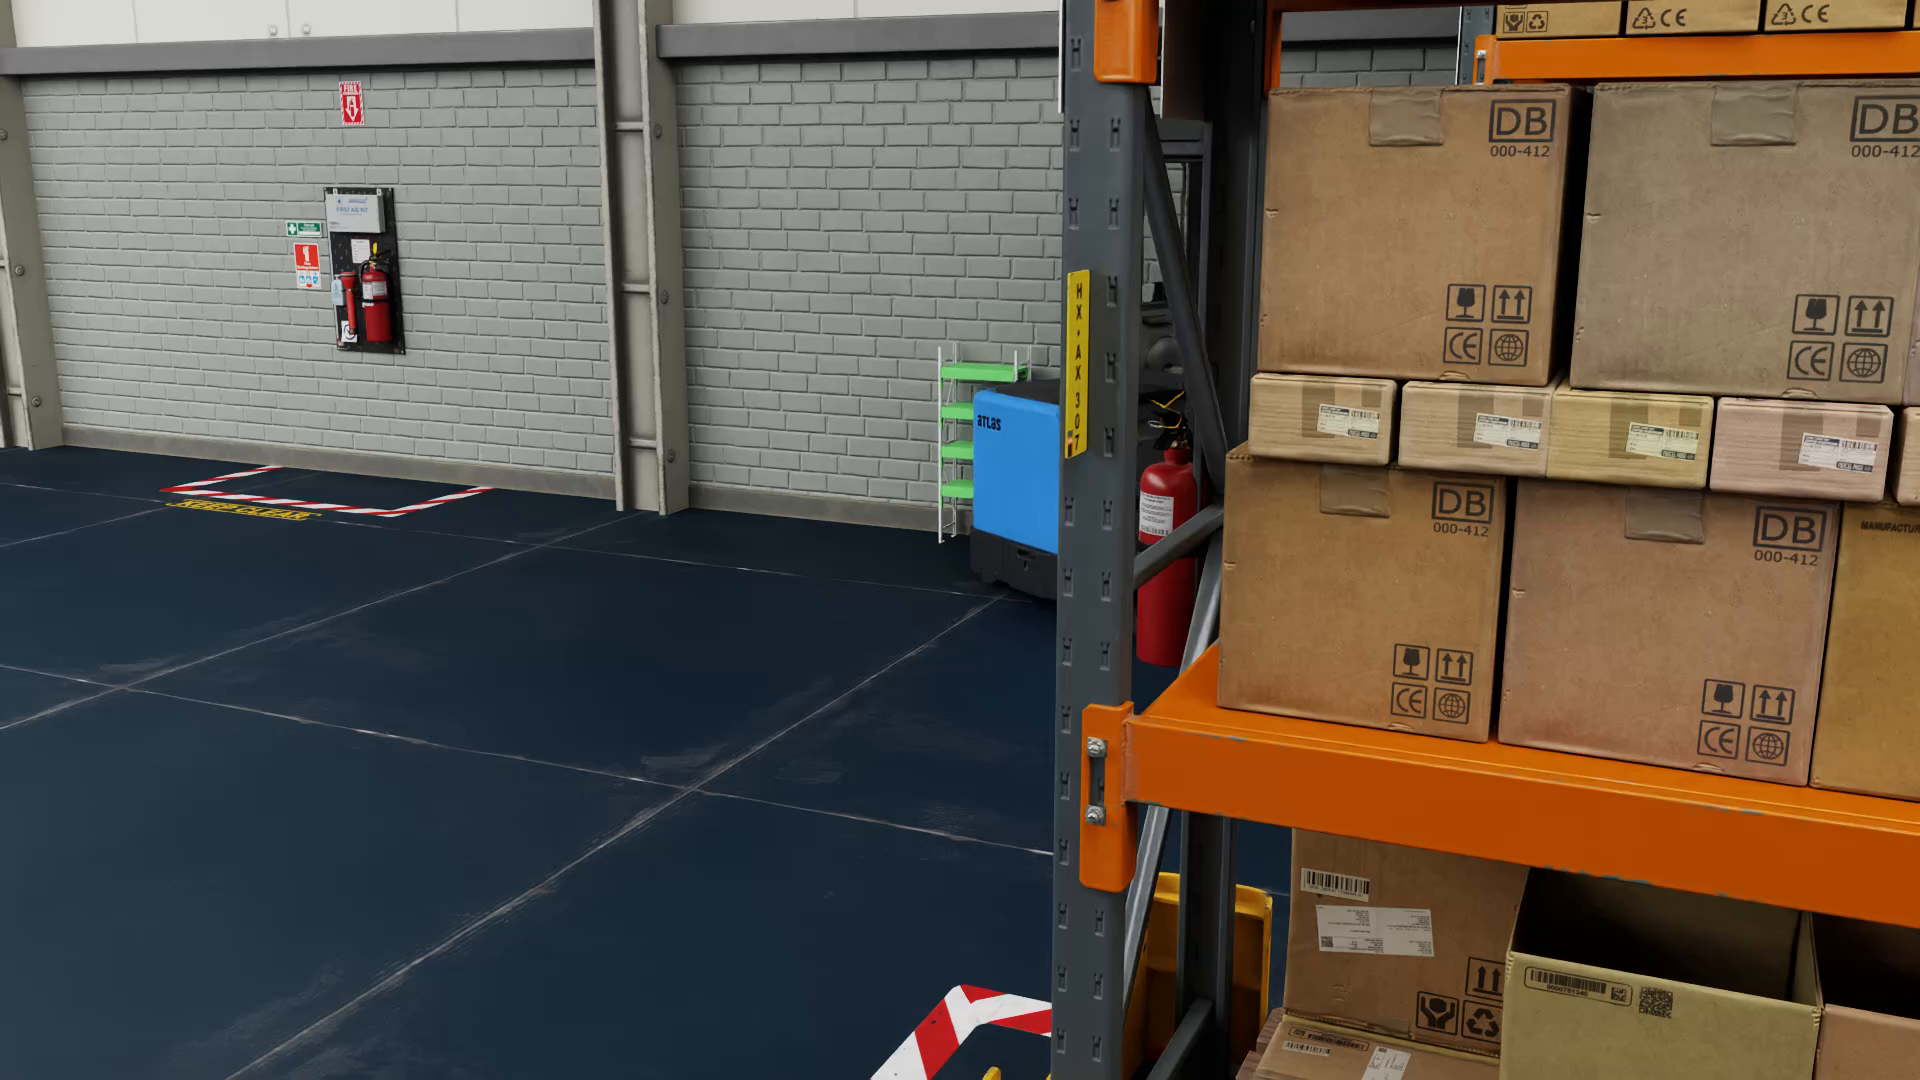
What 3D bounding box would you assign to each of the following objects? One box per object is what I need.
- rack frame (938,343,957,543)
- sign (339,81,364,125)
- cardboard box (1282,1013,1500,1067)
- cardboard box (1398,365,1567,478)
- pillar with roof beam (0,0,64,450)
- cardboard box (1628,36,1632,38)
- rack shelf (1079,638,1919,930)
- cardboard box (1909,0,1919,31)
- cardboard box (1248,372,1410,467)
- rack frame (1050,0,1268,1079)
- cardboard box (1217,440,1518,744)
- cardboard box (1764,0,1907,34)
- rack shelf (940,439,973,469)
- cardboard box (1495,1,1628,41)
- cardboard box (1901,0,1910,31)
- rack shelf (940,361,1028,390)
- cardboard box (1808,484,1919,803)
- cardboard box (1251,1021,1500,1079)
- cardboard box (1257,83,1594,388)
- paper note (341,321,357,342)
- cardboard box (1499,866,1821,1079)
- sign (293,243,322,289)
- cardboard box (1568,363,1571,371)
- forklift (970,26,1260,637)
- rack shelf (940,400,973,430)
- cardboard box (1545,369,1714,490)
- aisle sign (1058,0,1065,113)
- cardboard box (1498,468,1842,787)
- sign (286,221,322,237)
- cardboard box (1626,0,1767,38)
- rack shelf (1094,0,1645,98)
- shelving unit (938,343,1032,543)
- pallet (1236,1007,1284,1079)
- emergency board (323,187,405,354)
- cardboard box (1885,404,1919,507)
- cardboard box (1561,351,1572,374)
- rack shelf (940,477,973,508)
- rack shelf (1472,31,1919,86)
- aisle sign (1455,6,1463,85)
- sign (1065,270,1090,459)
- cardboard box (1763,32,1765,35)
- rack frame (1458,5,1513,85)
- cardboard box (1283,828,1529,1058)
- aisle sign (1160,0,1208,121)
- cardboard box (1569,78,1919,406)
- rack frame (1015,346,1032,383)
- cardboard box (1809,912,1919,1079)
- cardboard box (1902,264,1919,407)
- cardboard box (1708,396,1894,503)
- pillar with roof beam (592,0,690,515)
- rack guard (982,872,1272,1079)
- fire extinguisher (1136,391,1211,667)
[{"bbox_3d":[-0.075,-0.589,10.139,0.015,1.200,0.240,6,14,23],"label":"rack frame"},{"bbox_3d":[-4.265,-3.060,11.656,0.199,0.298,0.001,6,14,23],"label":"sign"},{"bbox_3d":[1.049,1.155,3.867,0.500,0.250,0.500,6,14,23],"label":"cardboard box"},{"bbox_3d":[0.953,-0.227,3.016,0.250,0.149,0.380,5,14,22],"label":"cardboard box"},{"bbox_3d":[-9.283,-4.250,8.669,0.400,9.000,9.100,6,14,23],"label":"pillar with roof beam"},{"bbox_3d":[2.926,-2.535,7.665,0.500,0.500,0.500,7,15,27],"label":"cardboard box"},{"bbox_3d":[2.267,0.568,2.843,4.000,0.370,1.077,6,14,23],"label":"rack shelf"},{"bbox_3d":[4.097,-2.288,6.613,0.500,0.500,0.500,7,15,27],"label":"cardboard box"},{"bbox_3d":[0.710,-0.251,3.118,0.250,0.149,0.380,6,14,23],"label":"cardboard box"},{"bbox_3d":[0.439,0.033,3.550,0.127,3.000,1.000,6,14,23],"label":"rack frame"},{"bbox_3d":[0.860,0.030,3.343,0.500,0.500,0.700,6,14,23],"label":"cardboard box"},{"bbox_3d":[3.599,-2.334,6.805,0.500,0.500,0.500,7,15,26],"label":"cardboard box"},{"bbox_3d":[0.149,-0.505,10.060,0.480,0.148,0.258,6,14,23],"label":"rack shelf"},{"bbox_3d":[2.646,-2.438,7.250,0.500,0.500,0.500,6,15,25],"label":"cardboard box"},{"bbox_3d":[3.852,-2.445,7.279,0.500,0.500,0.500,5,14,21],"label":"cardboard box"},{"bbox_3d":[0.149,-0.972,9.950,0.480,0.148,0.258,6,14,23],"label":"rack shelf"},{"bbox_3d":[1.794,0.125,2.939,0.500,0.500,0.700,6,14,24],"label":"cardboard box"},{"bbox_3d":[0.839,1.263,3.406,0.500,0.250,0.500,6,14,23],"label":"cardboard box"},{"bbox_3d":[0.909,-0.597,3.174,0.500,0.500,0.700,6,14,23],"label":"cardboard box"},{"bbox_3d":[-4.432,-1.512,12.061,0.142,0.148,0.016,6,14,23],"label":"paper note"},{"bbox_3d":[1.297,0.944,3.125,0.500,0.500,0.500,6,14,23],"label":"cardboard box"},{"bbox_3d":[-4.762,-2.000,12.135,0.234,0.329,0.001,6,14,23],"label":"sign"},{"bbox_3d":[1.339,-0.289,3.280,0.250,0.149,0.380,6,14,22],"label":"cardboard box"},{"bbox_3d":[1.312,-0.989,8.053,1.130,2.935,3.031,-9,16,-34],"label":"forklift"},{"bbox_3d":[0.149,-0.738,10.005,0.480,0.148,0.258,6,14,23],"label":"rack shelf"},{"bbox_3d":[1.180,-0.203,2.916,0.250,0.149,0.380,6,14,23],"label":"cardboard box"},{"bbox_3d":[0.254,-1.175,3.006,0.004,0.787,0.394,6,14,23],"label":"aisle sign"},{"bbox_3d":[1.342,0.077,3.140,0.500,0.500,0.700,6,15,25],"label":"cardboard box"},{"bbox_3d":[-4.761,-2.256,12.064,0.331,0.109,0.001,6,14,23],"label":"sign"},{"bbox_3d":[3.123,-2.381,7.006,0.500,0.500,0.500,7,15,27],"label":"cardboard box"},{"bbox_3d":[2.267,-0.892,2.500,4.000,0.370,1.077,6,14,23],"label":"rack shelf"},{"bbox_3d":[0.149,-0.567,10.045,0.503,1.200,0.258,6,14,23],"label":"shelving unit"},{"bbox_3d":[1.155,1.452,3.604,1.213,0.211,1.003,6,14,23],"label":"pallet"},{"bbox_3d":[-4.298,-1.910,11.829,0.643,1.169,0.194,6,14,23],"label":"emergency board"},{"bbox_3d":[1.655,-0.155,2.712,0.250,0.149,0.380,5,14,21],"label":"cardboard box"},{"bbox_3d":[1.105,-0.312,3.381,0.250,0.149,0.380,6,15,25],"label":"cardboard box"},{"bbox_3d":[0.149,-0.271,10.114,0.480,0.148,0.258,6,14,23],"label":"rack shelf"},{"bbox_3d":[4.270,-1.927,6.911,4.000,0.370,1.077,6,14,23],"label":"rack shelf"},{"bbox_3d":[2.254,-2.212,7.425,0.004,0.787,0.394,6,14,23],"label":"aisle sign"},{"bbox_3d":[0.208,-0.312,2.950,0.005,0.325,0.100,6,14,23],"label":"sign"},{"bbox_3d":[3.384,-2.495,7.491,0.500,0.500,0.500,6,14,23],"label":"cardboard box"},{"bbox_3d":[2.442,-1.002,7.960,0.127,3.000,1.000,6,14,23],"label":"rack frame"},{"bbox_3d":[1.049,0.789,3.783,0.500,0.500,0.500,6,14,23],"label":"cardboard box"},{"bbox_3d":[0.497,-1.300,3.540,0.004,0.787,0.394,6,14,23],"label":"aisle sign"},{"bbox_3d":[1.392,-0.549,2.971,0.500,0.500,0.700,5,14,22],"label":"cardboard box"},{"bbox_3d":[0.373,-0.545,9.951,0.015,1.200,0.240,6,14,23],"label":"rack frame"},{"bbox_3d":[1.759,0.987,2.939,0.500,0.500,0.500,6,14,23],"label":"cardboard box"},{"bbox_3d":[1.853,-0.503,2.773,0.500,0.500,0.700,6,14,23],"label":"cardboard box"},{"bbox_3d":[1.410,-0.180,2.815,0.250,0.149,0.380,6,14,22],"label":"cardboard box"},{"bbox_3d":[-3.798,-3.695,6.303,0.400,9.000,9.100,6,14,23],"label":"pillar with roof beam"},{"bbox_3d":[0.417,1.247,3.845,0.348,0.500,1.175,6,14,23],"label":"rack guard"},{"bbox_3d":[0.519,-0.038,4.019,0.183,0.674,0.296,6,14,23],"label":"fire extinguisher"}]
